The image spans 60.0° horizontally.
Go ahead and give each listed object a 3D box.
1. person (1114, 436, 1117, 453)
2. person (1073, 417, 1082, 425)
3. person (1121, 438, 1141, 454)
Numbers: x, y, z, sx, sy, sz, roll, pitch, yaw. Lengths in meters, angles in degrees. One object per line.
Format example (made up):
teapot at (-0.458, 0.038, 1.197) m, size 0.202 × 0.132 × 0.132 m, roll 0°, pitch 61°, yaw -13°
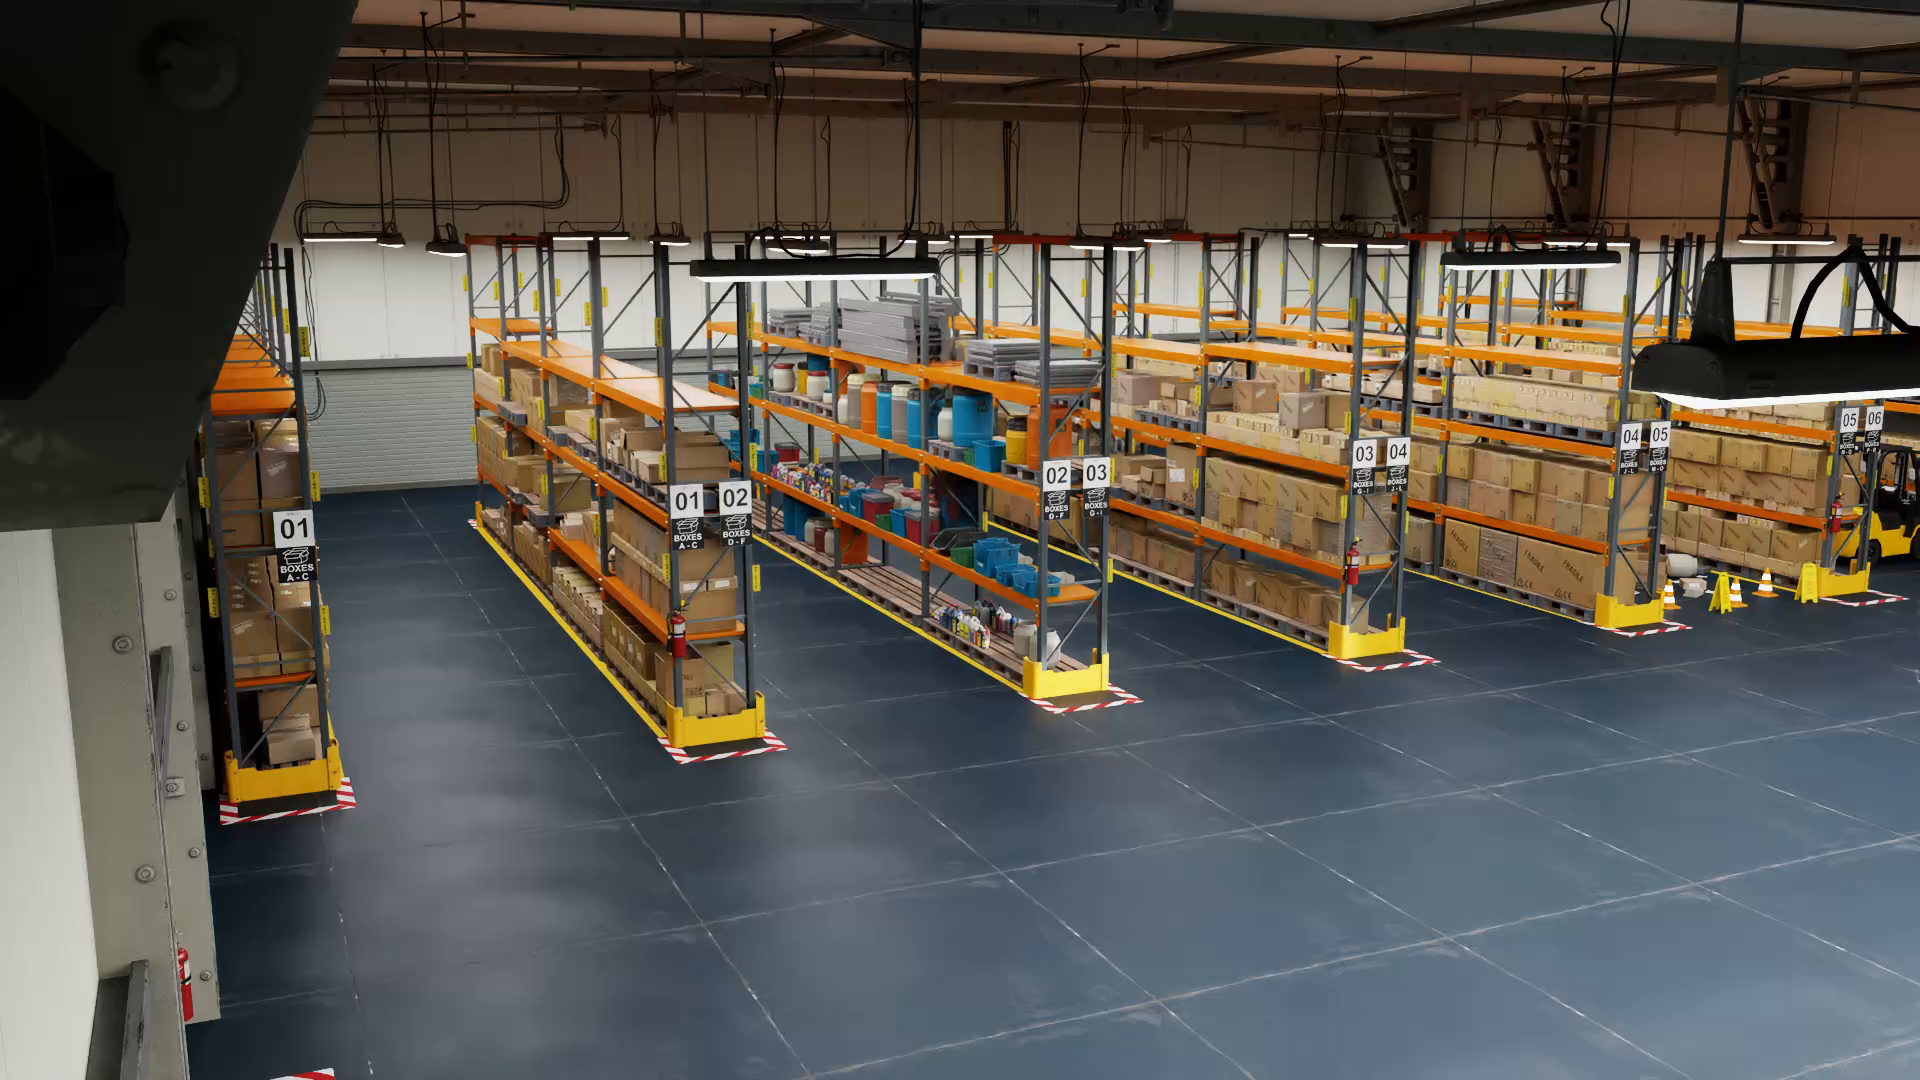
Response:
person at (3.766, -2.478, 41.628) m, size 0.973 × 1.696 × 0.552 m, roll -6°, pitch 12°, yaw -28°
person at (2.861, -2.444, 41.283) m, size 0.880 × 1.700 × 0.550 m, roll 9°, pitch 14°, yaw 39°
person at (4.367, -2.690, 42.213) m, size 0.671 × 1.819 × 0.897 m, roll 10°, pitch 15°, yaw 42°
